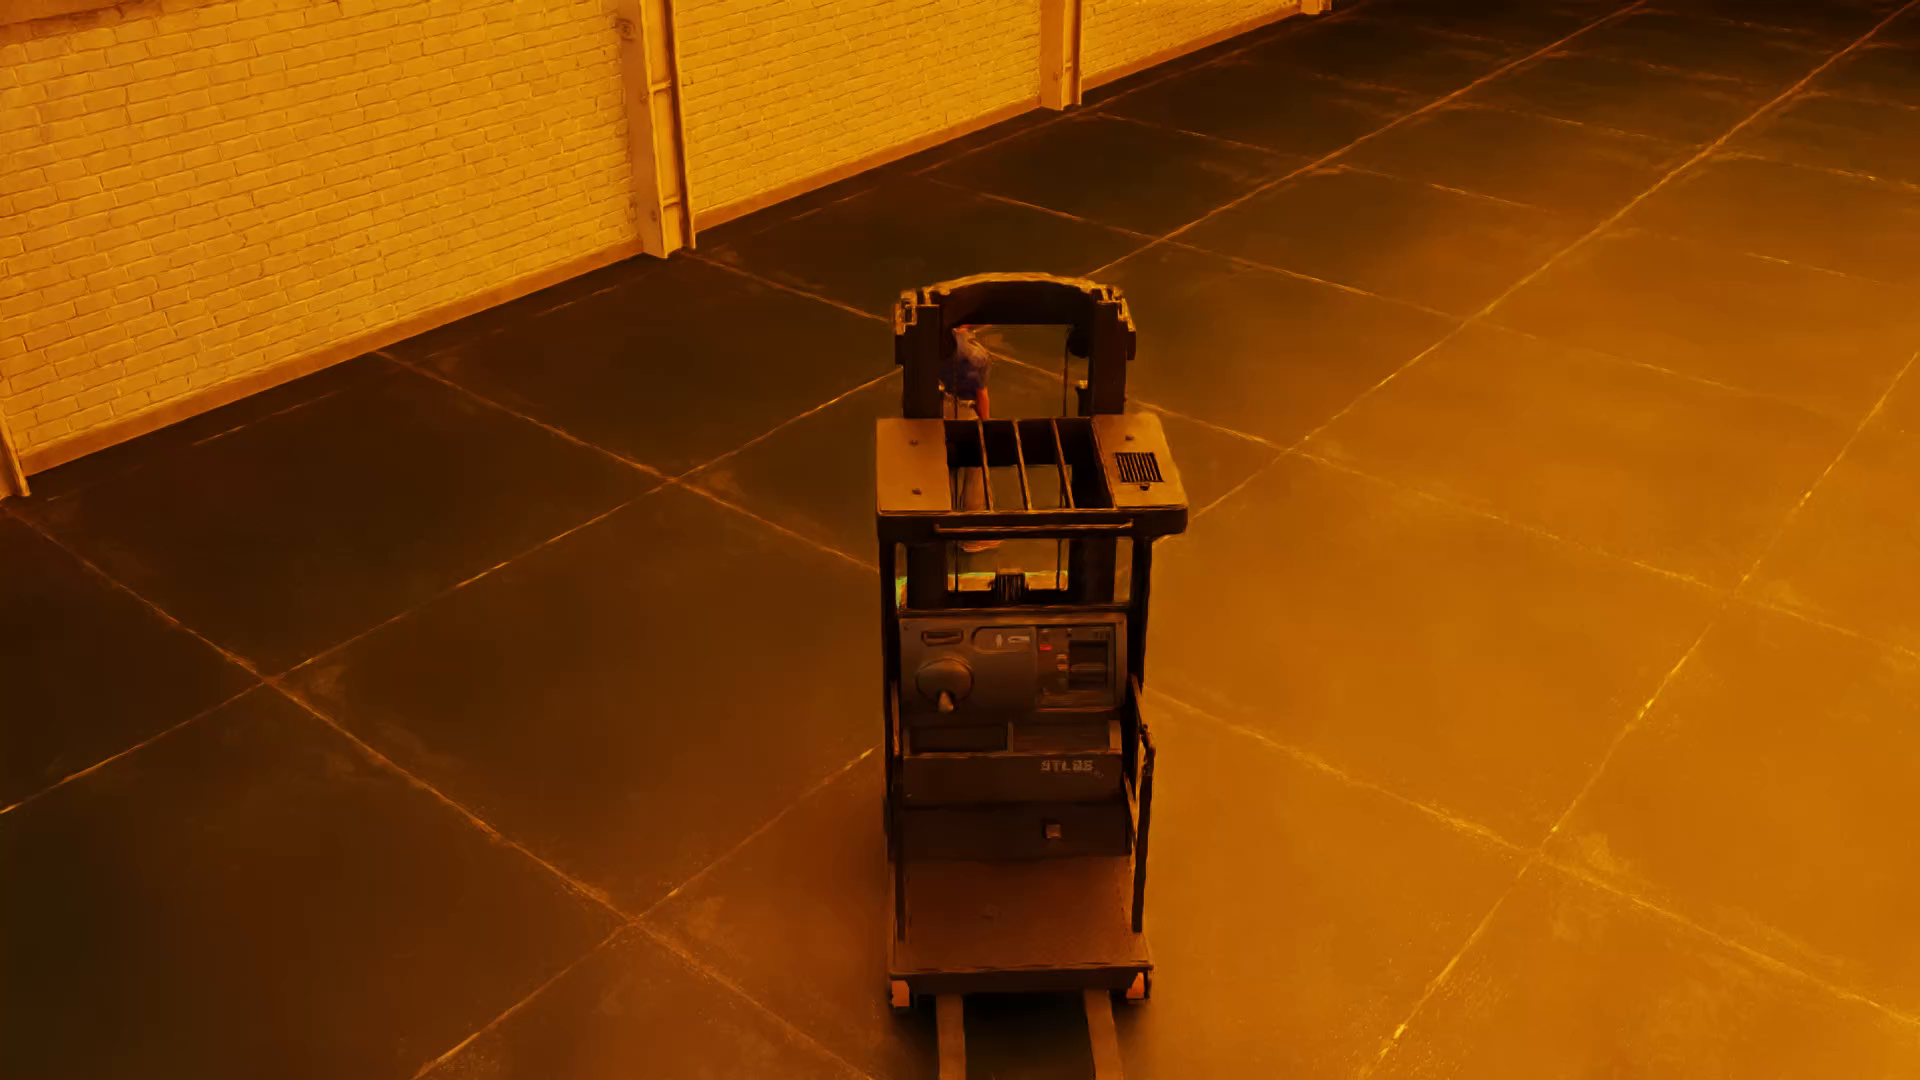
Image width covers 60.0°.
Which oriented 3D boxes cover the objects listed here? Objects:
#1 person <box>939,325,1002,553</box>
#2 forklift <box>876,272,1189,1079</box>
[{"bbox_3d":[0.020,-0.715,10.098,0.446,1.646,0.320,22,37,33],"label":"person"},{"bbox_3d":[0.233,0.557,6.642,1.130,2.935,3.031,-1,30,-2],"label":"forklift"}]
